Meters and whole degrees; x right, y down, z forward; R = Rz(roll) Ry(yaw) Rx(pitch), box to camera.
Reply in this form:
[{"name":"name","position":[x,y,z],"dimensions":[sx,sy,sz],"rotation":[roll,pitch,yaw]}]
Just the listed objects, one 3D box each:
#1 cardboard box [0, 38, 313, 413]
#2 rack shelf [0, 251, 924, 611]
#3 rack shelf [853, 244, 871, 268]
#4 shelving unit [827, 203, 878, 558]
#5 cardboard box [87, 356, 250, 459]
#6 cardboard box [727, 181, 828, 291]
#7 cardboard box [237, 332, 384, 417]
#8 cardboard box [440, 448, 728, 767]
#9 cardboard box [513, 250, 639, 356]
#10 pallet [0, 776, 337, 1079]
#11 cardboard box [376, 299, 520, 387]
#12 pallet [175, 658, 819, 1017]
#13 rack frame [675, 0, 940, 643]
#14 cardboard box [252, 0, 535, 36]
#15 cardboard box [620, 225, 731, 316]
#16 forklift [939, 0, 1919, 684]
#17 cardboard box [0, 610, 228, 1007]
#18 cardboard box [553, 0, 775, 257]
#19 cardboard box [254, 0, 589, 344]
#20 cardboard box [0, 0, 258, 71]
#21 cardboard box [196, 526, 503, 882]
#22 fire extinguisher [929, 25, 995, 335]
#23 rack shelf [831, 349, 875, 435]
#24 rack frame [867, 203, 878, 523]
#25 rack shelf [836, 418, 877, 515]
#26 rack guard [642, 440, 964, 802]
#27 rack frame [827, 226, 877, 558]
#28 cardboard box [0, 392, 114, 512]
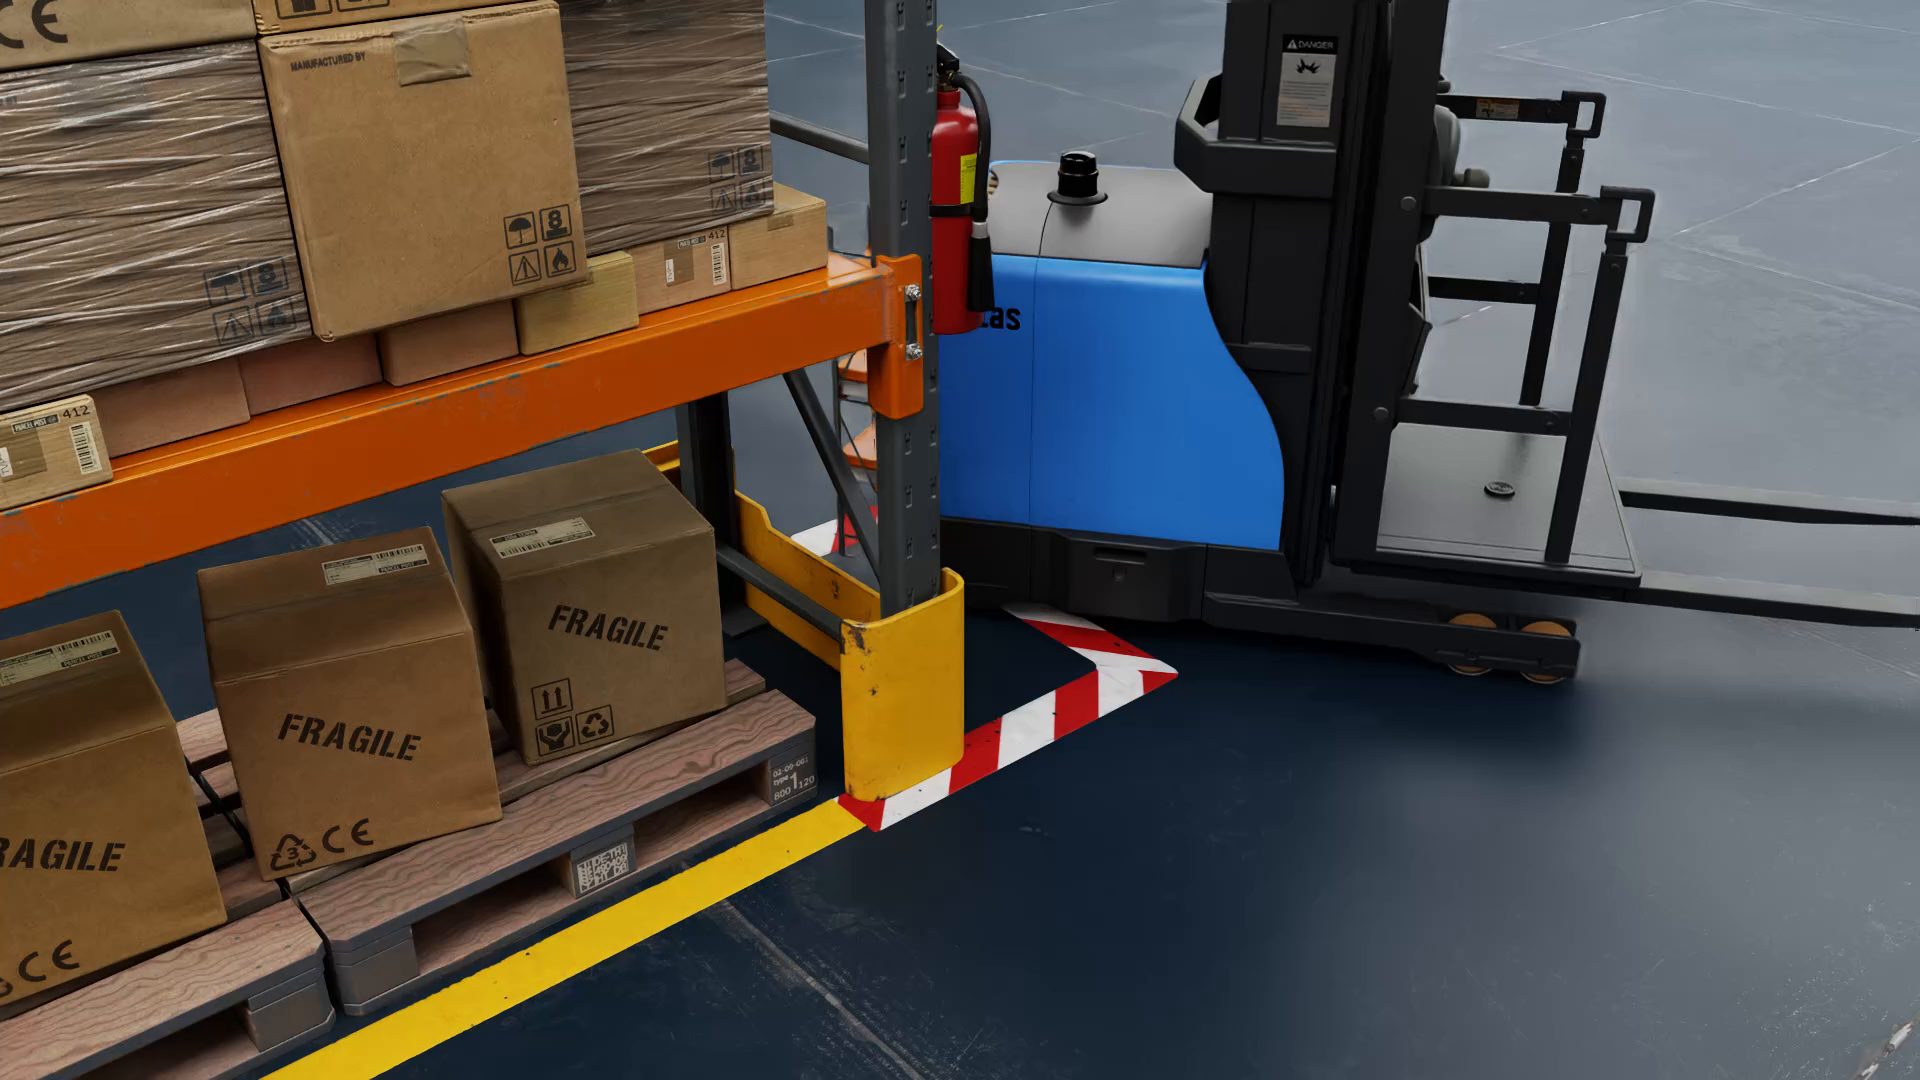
[{"name":"cardboard box","position":[-1.563,-0.640,2.844],"dimensions":[0.500,0.500,0.875],"rotation":[-22,35,-35]},{"name":"rack shelf","position":[-1.937,-0.028,2.883],"dimensions":[4.000,0.370,1.077],"rotation":[-22,35,-35]},{"name":"rack shelf","position":[-0.231,-0.690,4.847],"dimensions":[0.215,0.259,0.240],"rotation":[12,31,22]},{"name":"shelving unit","position":[-0.231,-0.449,4.976],"dimensions":[0.215,1.050,0.252],"rotation":[12,31,22]},{"name":"cardboard box","position":[-1.439,-0.297,2.889],"dimensions":[0.250,0.149,0.380],"rotation":[-22,35,-35]},{"name":"cardboard box","position":[-0.498,-0.685,3.616],"dimensions":[0.250,0.149,0.380],"rotation":[-22,35,-35]},{"name":"cardboard box","position":[-1.263,-0.381,3.047],"dimensions":[0.250,0.149,0.380],"rotation":[-22,35,-35]},{"name":"cardboard box","position":[-0.901,0.145,4.002],"dimensions":[0.500,0.500,0.500],"rotation":[-15,32,-26]},{"name":"cardboard box","position":[-0.846,-0.514,3.296],"dimensions":[0.250,0.149,0.380],"rotation":[-22,35,-35]},{"name":"pallet","position":[-2.042,0.903,3.336],"dimensions":[1.213,0.211,1.003],"rotation":[-22,35,-35]},{"name":"cardboard box","position":[-1.046,-0.443,3.163],"dimensions":[0.250,0.149,0.380],"rotation":[-22,35,-35]},{"name":"pallet","position":[-1.114,0.532,4.031],"dimensions":[1.213,0.211,1.003],"rotation":[-22,35,-35]},{"name":"rack frame","position":[-0.416,-0.957,3.858],"dimensions":[0.127,3.000,1.000],"rotation":[-22,35,-35]},{"name":"cardboard box","position":[-1.050,-1.161,2.758],"dimensions":[0.500,0.500,0.500],"rotation":[-22,35,-35]},{"name":"cardboard box","position":[-0.689,-0.609,3.473],"dimensions":[0.250,0.149,0.380],"rotation":[-22,35,-35]},{"name":"forklift","position":[1.423,-1.177,4.342],"dimensions":[3.031,2.935,1.130],"rotation":[6,29,11]},{"name":"cardboard box","position":[-1.823,0.525,3.291],"dimensions":[0.500,0.500,0.500],"rotation":[-18,33,-30]},{"name":"cardboard box","position":[-0.852,-0.974,3.468],"dimensions":[0.500,0.500,0.875],"rotation":[-22,35,-35]},{"name":"cardboard box","position":[-1.154,-0.778,3.102],"dimensions":[0.500,0.500,0.875],"rotation":[-22,35,-35]},{"name":"cardboard box","position":[-1.432,-1.009,2.474],"dimensions":[0.500,0.500,0.500],"rotation":[-22,35,-35]},{"name":"cardboard box","position":[-1.334,0.340,3.637],"dimensions":[0.500,0.500,0.500],"rotation":[-13,31,-22]},{"name":"fire extinguisher","position":[-0.029,-0.793,3.633],"dimensions":[0.183,0.674,0.296],"rotation":[-22,35,-35]},{"name":"rack shelf","position":[-0.231,-0.439,4.981],"dimensions":[0.215,0.259,0.240],"rotation":[12,31,22]},{"name":"rack frame","position":[-0.180,-0.501,5.073],"dimensions":[0.200,1.050,0.008],"rotation":[12,31,22]},{"name":"rack shelf","position":[-0.231,-0.194,5.112],"dimensions":[0.215,0.259,0.240],"rotation":[12,31,22]},{"name":"rack guard","position":[-0.473,0.169,4.404],"dimensions":[0.348,0.500,1.175],"rotation":[-22,35,-35]},{"name":"rack frame","position":[-0.283,-0.397,4.878],"dimensions":[0.200,1.050,0.008],"rotation":[12,31,22]},{"name":"cardboard box","position":[-1.571,-0.188,2.687],"dimensions":[0.250,0.149,0.380],"rotation":[-22,35,-35]}]
